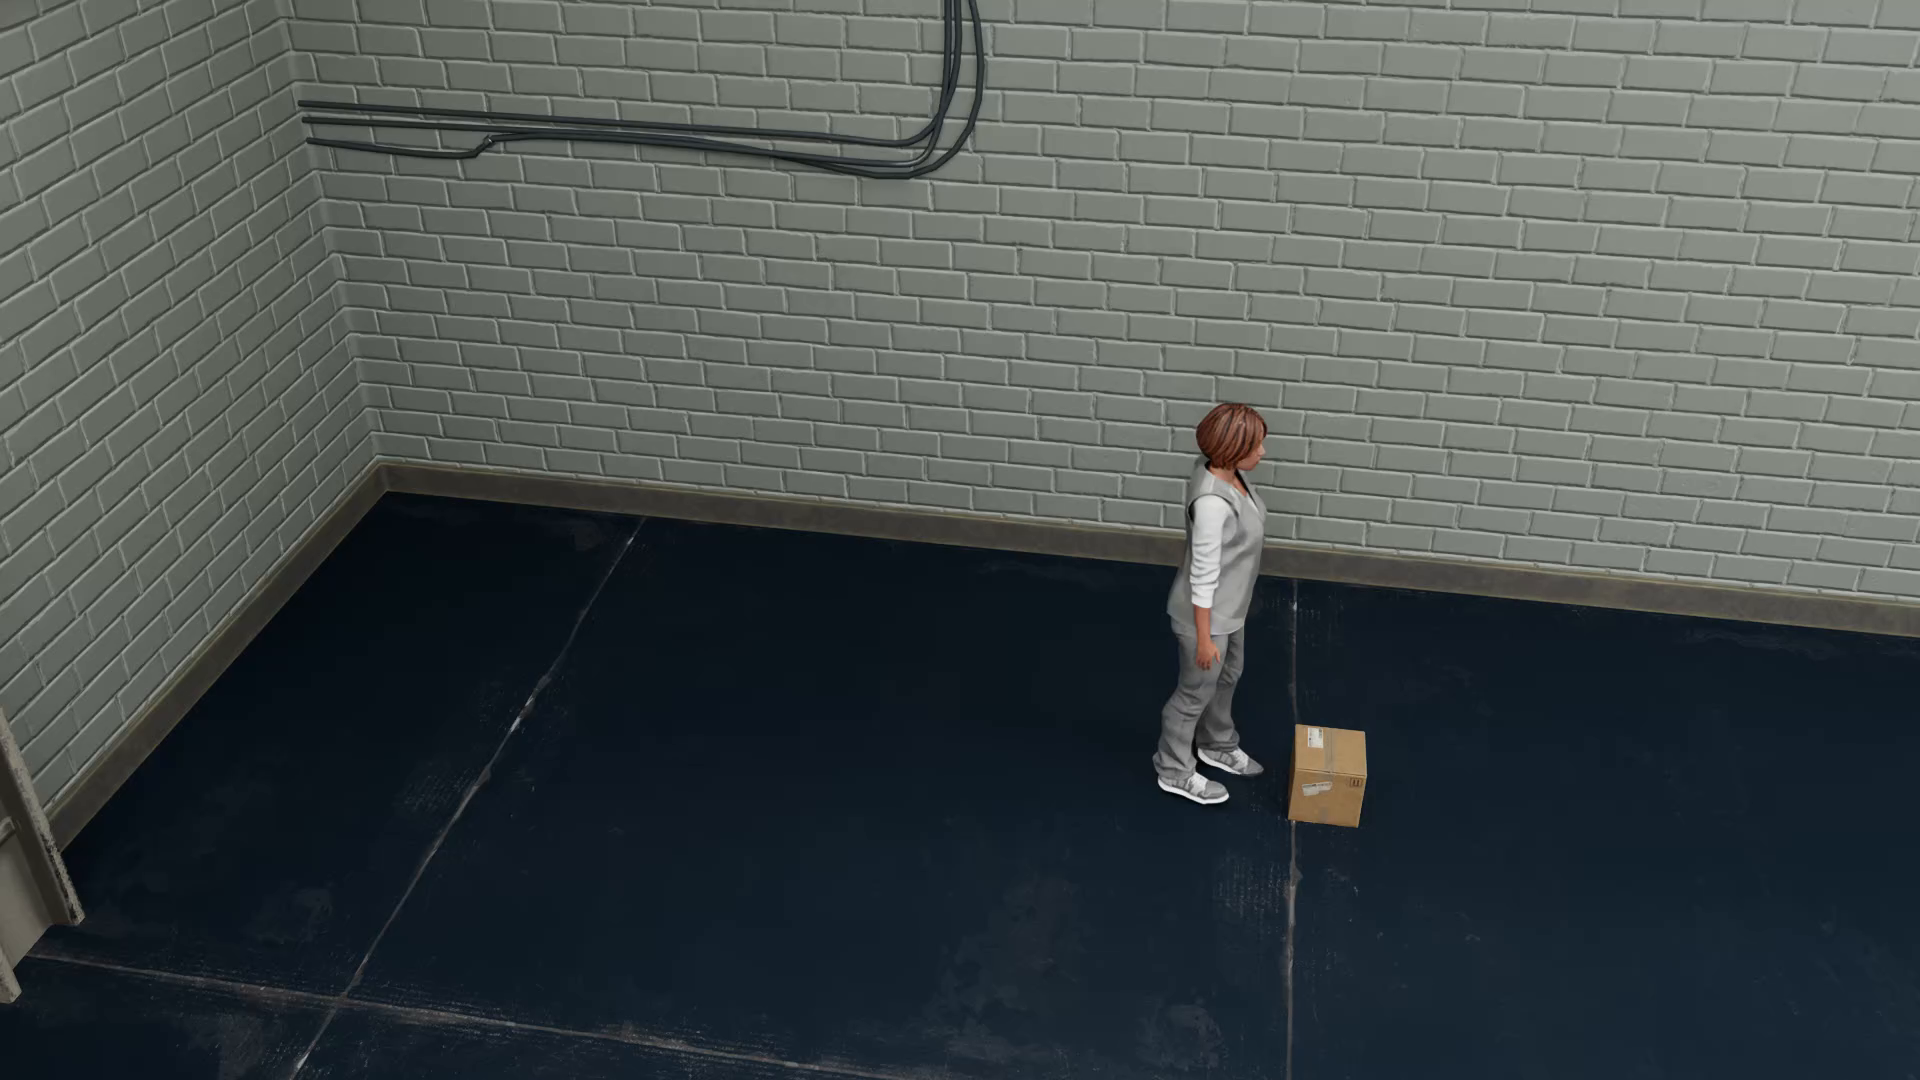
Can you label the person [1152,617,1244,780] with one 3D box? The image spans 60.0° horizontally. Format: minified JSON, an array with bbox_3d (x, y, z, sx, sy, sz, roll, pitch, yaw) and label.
[{"bbox_3d":[0.866,0.472,5.934,0.298,0.882,0.383,9,34,13],"label":"person"}]
